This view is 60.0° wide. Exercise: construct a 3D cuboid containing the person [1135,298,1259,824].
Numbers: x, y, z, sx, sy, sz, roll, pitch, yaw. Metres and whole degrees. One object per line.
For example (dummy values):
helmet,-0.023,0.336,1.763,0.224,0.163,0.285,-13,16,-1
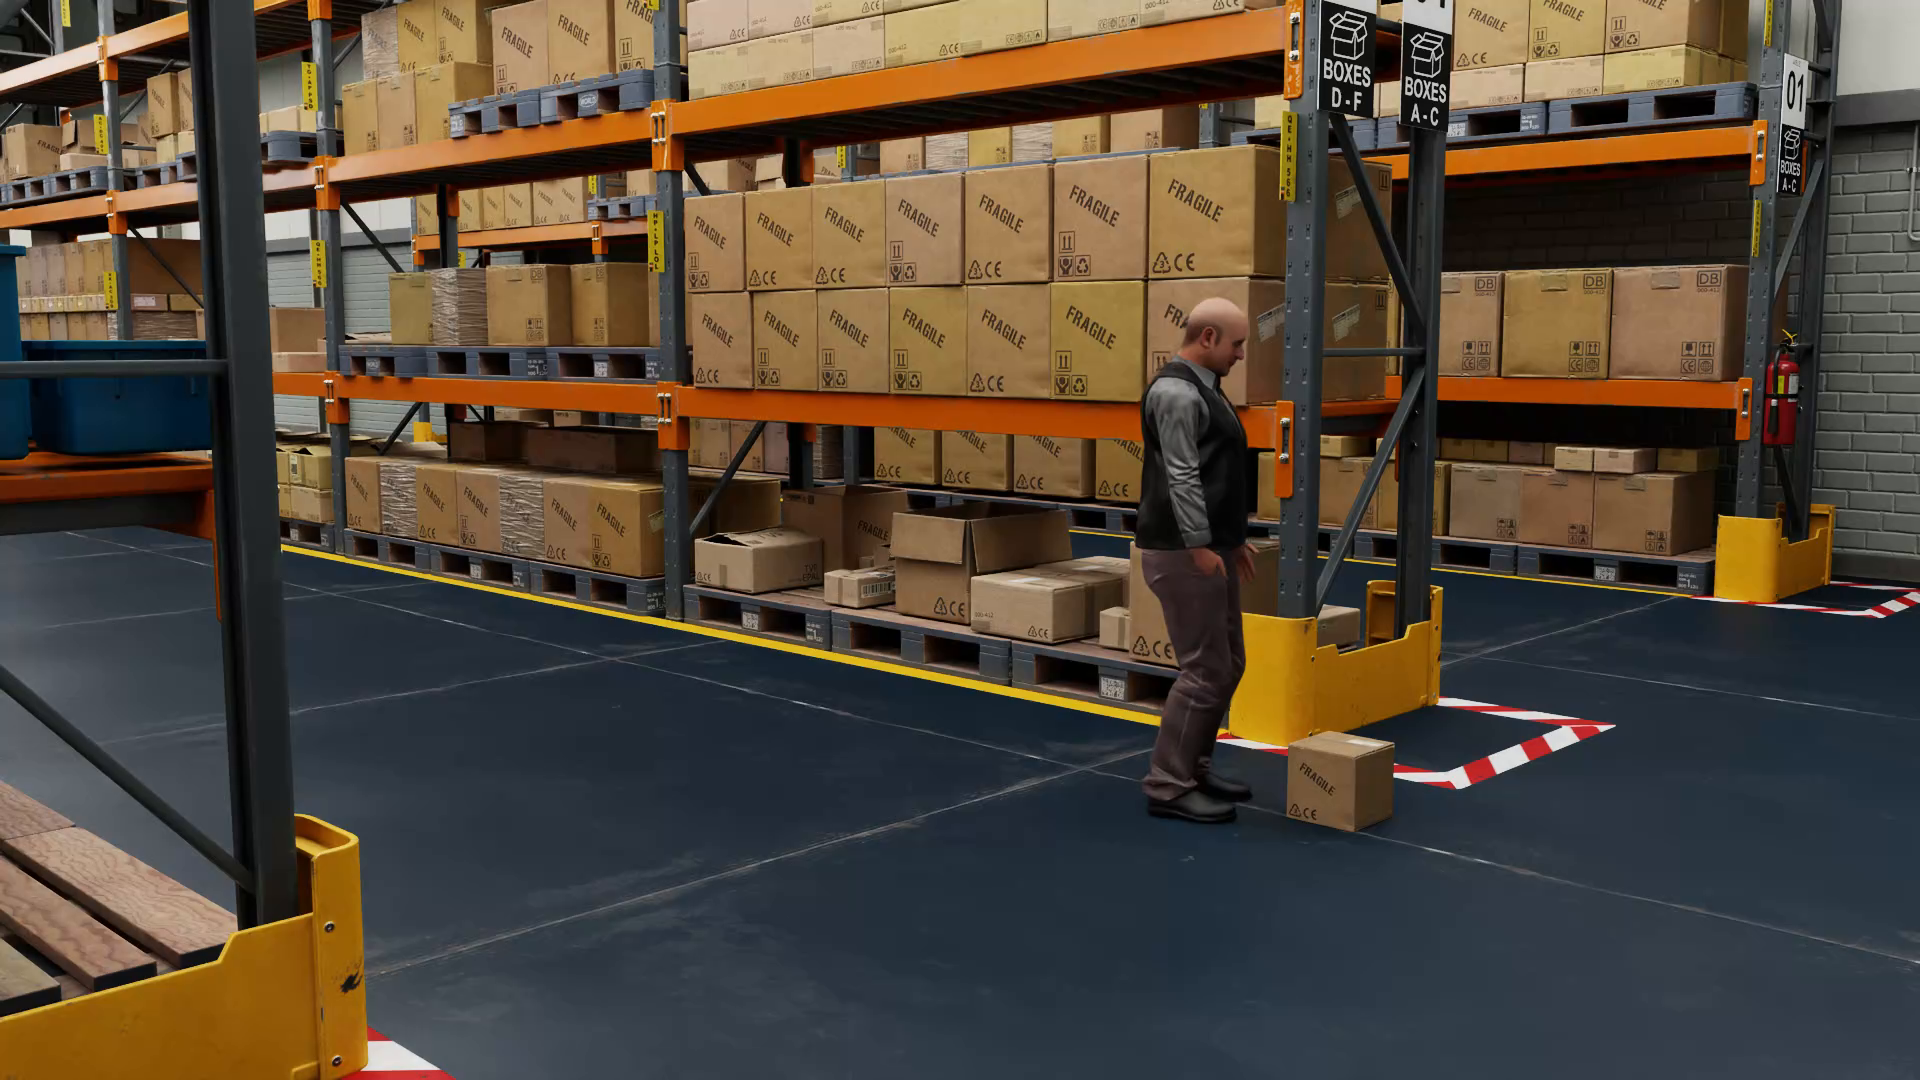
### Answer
person,0.786,0.055,5.537,0.372,1.705,0.543,2,7,18
